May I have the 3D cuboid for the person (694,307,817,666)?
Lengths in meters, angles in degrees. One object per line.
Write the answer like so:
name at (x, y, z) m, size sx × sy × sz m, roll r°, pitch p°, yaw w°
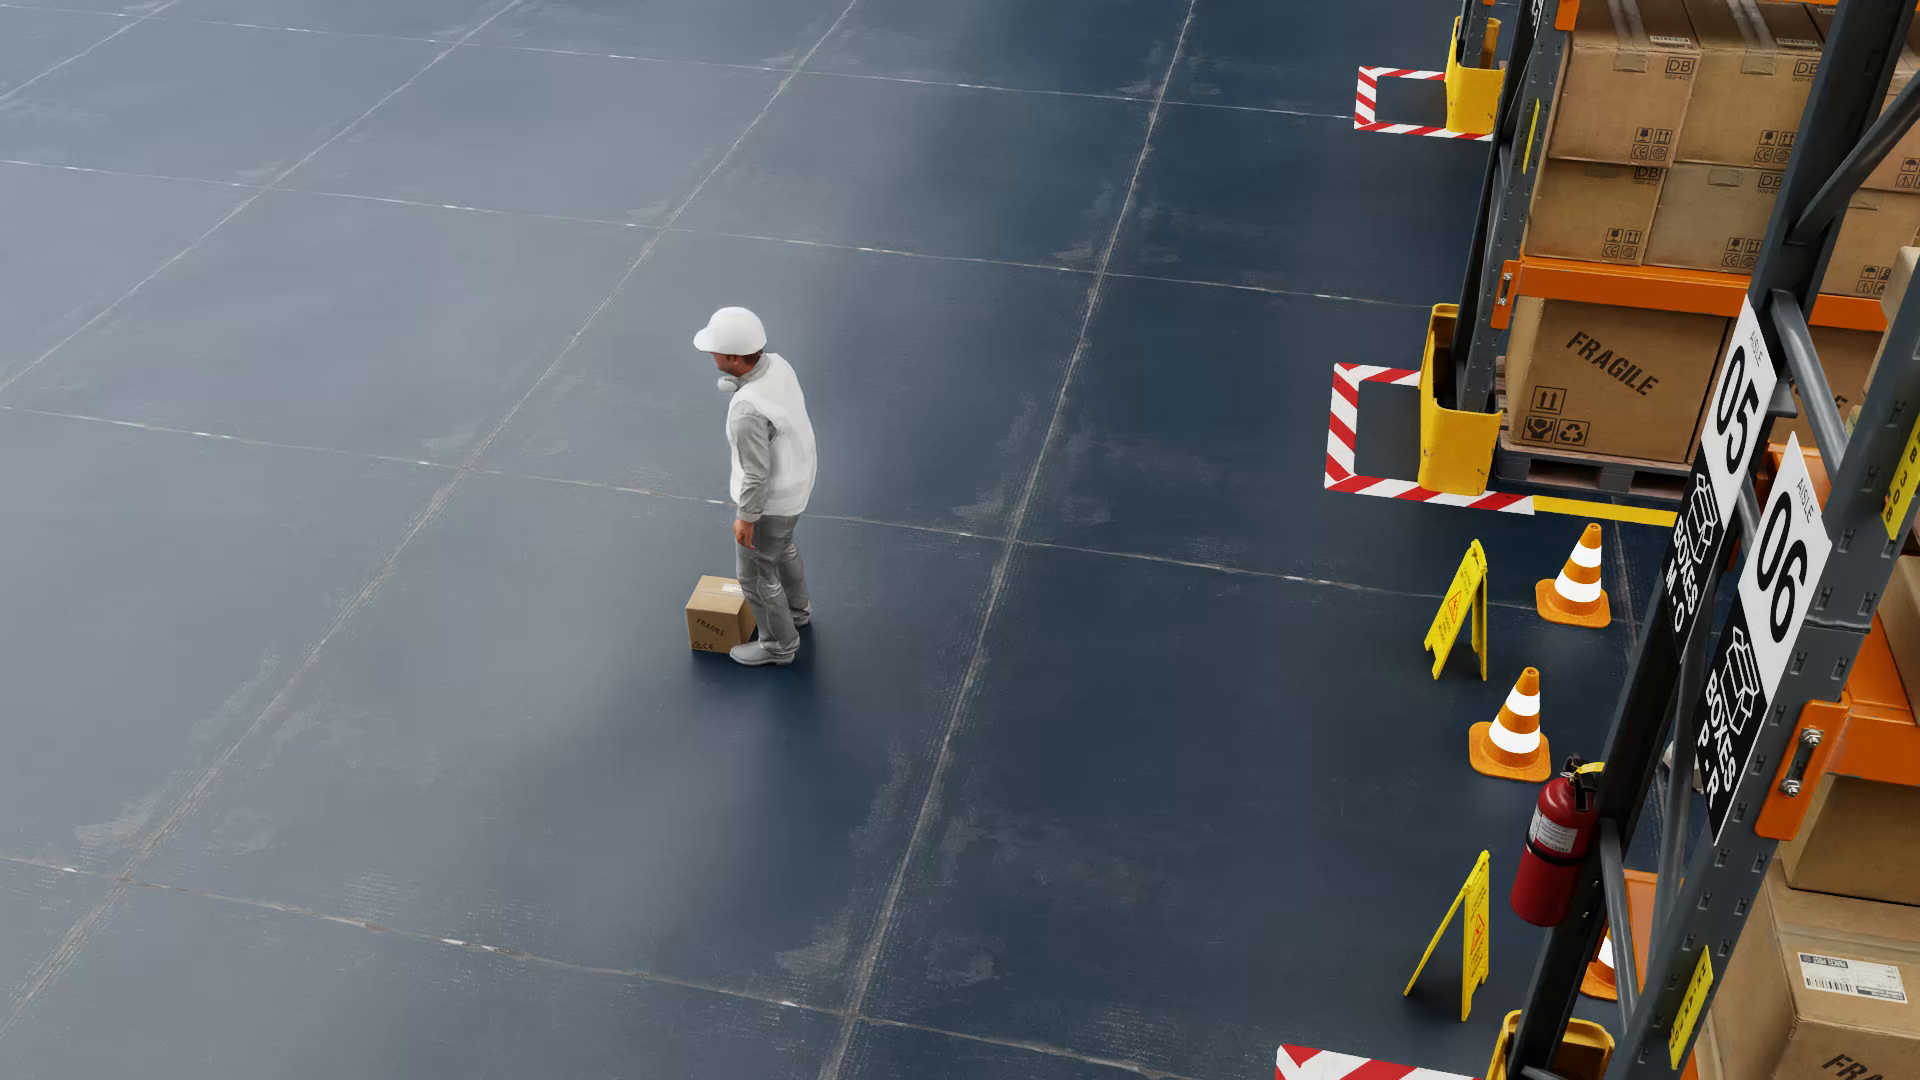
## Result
person at (-0.855, -0.228, 7.253) m, size 0.461 × 1.772 × 0.594 m, roll 5°, pitch 37°, yaw 7°
